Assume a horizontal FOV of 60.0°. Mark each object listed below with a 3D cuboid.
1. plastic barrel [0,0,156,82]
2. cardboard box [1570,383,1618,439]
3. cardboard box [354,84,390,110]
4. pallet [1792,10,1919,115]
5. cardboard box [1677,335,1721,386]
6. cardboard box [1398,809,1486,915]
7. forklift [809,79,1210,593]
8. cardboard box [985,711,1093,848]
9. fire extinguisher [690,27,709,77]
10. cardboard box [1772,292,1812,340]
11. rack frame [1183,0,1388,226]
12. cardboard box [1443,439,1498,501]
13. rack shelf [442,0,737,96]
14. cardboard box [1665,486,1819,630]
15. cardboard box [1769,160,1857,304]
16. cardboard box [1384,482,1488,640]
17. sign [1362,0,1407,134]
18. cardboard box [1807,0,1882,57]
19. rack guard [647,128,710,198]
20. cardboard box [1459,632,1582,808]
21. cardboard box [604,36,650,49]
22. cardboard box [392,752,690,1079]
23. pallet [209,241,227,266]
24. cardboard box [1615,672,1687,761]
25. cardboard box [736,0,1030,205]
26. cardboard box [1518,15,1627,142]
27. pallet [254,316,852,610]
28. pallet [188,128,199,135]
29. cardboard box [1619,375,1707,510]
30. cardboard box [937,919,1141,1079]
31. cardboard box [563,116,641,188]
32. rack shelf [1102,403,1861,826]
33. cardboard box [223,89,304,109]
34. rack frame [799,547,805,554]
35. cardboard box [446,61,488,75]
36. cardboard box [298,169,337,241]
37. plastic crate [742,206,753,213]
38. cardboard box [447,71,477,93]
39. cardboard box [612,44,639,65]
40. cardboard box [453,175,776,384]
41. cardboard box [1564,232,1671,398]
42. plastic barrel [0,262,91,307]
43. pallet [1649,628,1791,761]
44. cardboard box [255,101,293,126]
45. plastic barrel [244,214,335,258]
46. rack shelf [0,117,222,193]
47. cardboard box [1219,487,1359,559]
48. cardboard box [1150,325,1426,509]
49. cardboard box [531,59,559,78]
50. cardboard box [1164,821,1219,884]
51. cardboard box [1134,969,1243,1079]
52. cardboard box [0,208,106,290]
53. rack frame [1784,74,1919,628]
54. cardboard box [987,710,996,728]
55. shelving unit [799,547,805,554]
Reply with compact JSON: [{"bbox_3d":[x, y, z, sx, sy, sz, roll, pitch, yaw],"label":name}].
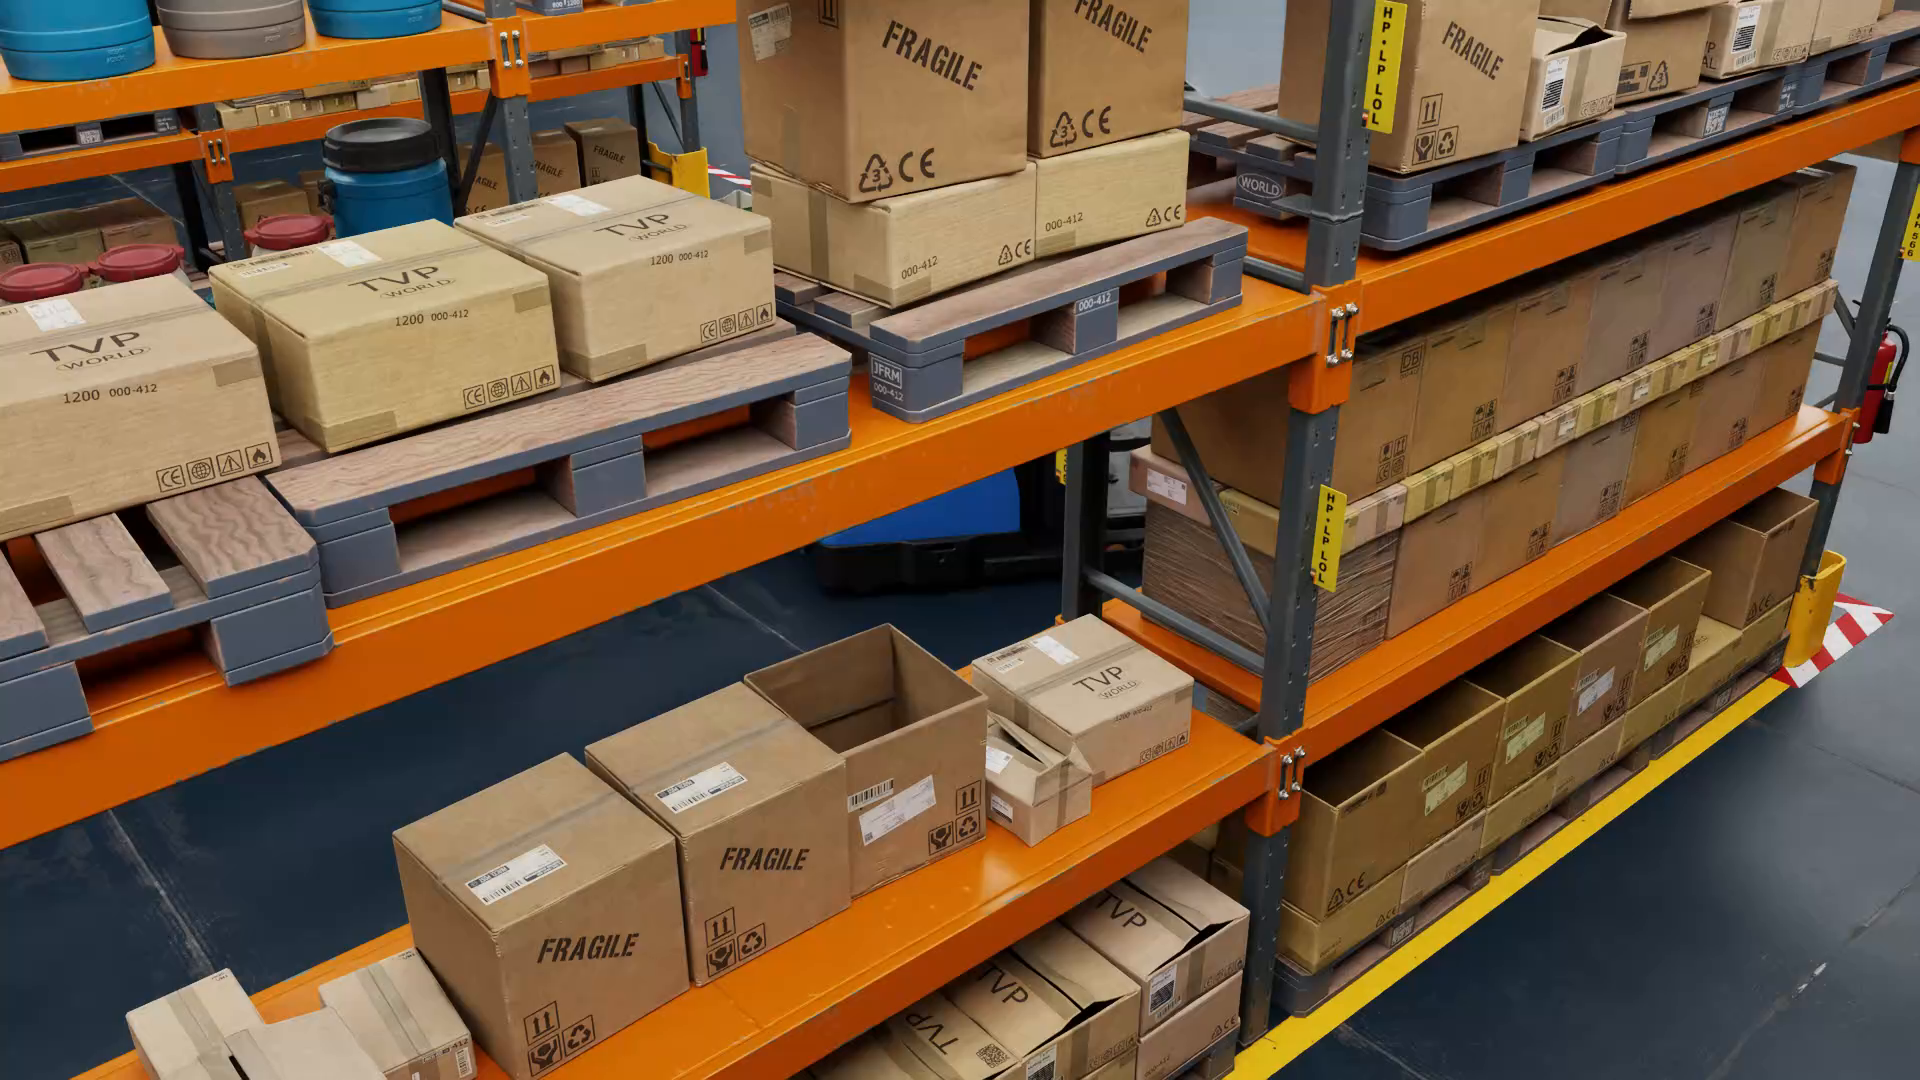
[{"bbox_3d":[-3.725,-2.407,6.857,0.708,0.901,0.600,-22,35,-35],"label":"plastic barrel"},{"bbox_3d":[2.235,-0.537,6.279,0.250,0.149,0.380,-22,35,-35],"label":"cardboard box"},{"bbox_3d":[-4.568,-3.419,12.732,0.250,0.149,0.380,-22,35,-35],"label":"cardboard box"},{"bbox_3d":[3.217,-2.020,6.758,1.213,0.211,1.003,-22,35,-35],"label":"pallet"},{"bbox_3d":[2.819,-0.772,6.718,0.250,0.149,0.380,-21,34,-33],"label":"cardboard box"},{"bbox_3d":[1.662,1.124,6.436,0.500,0.250,0.500,-22,35,-35],"label":"cardboard box"},{"bbox_3d":[0.666,-1.343,8.653,3.031,2.935,1.130,-5,29,-9],"label":"forklift"},{"bbox_3d":[0.179,0.675,4.947,0.258,0.266,0.396,-23,36,-36],"label":"cardboard box"},{"bbox_3d":[-2.269,-4.332,14.255,0.183,0.674,0.296,-22,35,-35],"label":"fire extinguisher"},{"bbox_3d":[3.406,-1.007,7.158,0.250,0.149,0.380,-21,35,-34],"label":"cardboard box"},{"bbox_3d":[0.728,-2.365,4.128,0.127,3.000,1.000,-22,35,-35],"label":"rack frame"},{"bbox_3d":[1.643,-0.299,5.833,0.250,0.149,0.380,-22,35,-35],"label":"cardboard box"},{"bbox_3d":[-0.962,-3.114,9.475,4.000,0.370,1.077,-22,35,-35],"label":"rack shelf"},{"bbox_3d":[3.557,0.025,7.697,0.500,0.500,0.500,-22,35,-35],"label":"cardboard box"},{"bbox_3d":[3.368,-1.405,7.213,0.500,0.500,0.700,-22,35,-35],"label":"cardboard box"},{"bbox_3d":[1.459,-0.065,6.083,0.500,0.500,0.700,-22,35,-35],"label":"cardboard box"},{"bbox_3d":[1.088,-1.217,4.280,0.005,0.325,0.100,-22,35,-35],"label":"sign"},{"bbox_3d":[3.067,-2.000,6.192,0.500,0.250,0.500,-22,35,-35],"label":"cardboard box"},{"bbox_3d":[-2.713,-3.370,15.026,0.348,0.500,1.175,-22,35,-35],"label":"rack guard"},{"bbox_3d":[2.045,0.642,6.542,0.500,0.500,0.500,-22,35,-35],"label":"cardboard box"},{"bbox_3d":[-3.092,-4.513,14.090,0.500,0.500,0.875,-22,35,-35],"label":"cardboard box"},{"bbox_3d":[-1.049,0.941,4.200,0.500,0.500,0.500,-24,36,-37],"label":"cardboard box"},{"bbox_3d":[-5.210,-2.261,13.256,1.213,0.211,1.003,-22,35,-35],"label":"pallet"},{"bbox_3d":[2.803,0.666,7.294,0.500,0.250,0.500,-22,35,-35],"label":"cardboard box"},{"bbox_3d":[-0.185,-1.135,3.927,0.500,0.500,0.500,-18,33,-30],"label":"cardboard box"},{"bbox_3d":[1.694,-1.474,5.145,0.500,0.311,0.500,-24,36,-37],"label":"cardboard box"},{"bbox_3d":[-1.007,-0.318,3.680,1.213,0.211,1.003,-20,34,-33],"label":"pallet"},{"bbox_3d":[-8.211,-4.056,16.617,1.213,0.211,1.003,-22,35,-35],"label":"pallet"},{"bbox_3d":[2.630,-0.536,6.965,0.500,0.500,0.700,-22,35,-35],"label":"cardboard box"},{"bbox_3d":[0.215,1.449,5.233,0.500,0.311,0.500,-21,34,-34],"label":"cardboard box"},{"bbox_3d":[-3.141,-3.394,14.624,0.500,0.500,0.500,-15,32,-26],"label":"cardboard box"},{"bbox_3d":[2.250,-0.014,6.856,4.000,0.370,1.077,-22,35,-35],"label":"rack shelf"},{"bbox_3d":[-5.316,-3.563,12.313,0.500,0.500,0.875,-22,35,-35],"label":"cardboard box"},{"bbox_3d":[-0.908,-0.677,8.926,0.023,1.500,0.400,-6,29,-12],"label":"rack frame"},{"bbox_3d":[-4.190,-4.031,13.188,0.500,0.500,0.875,-22,35,-35],"label":"cardboard box"},{"bbox_3d":[-4.937,-2.641,13.216,0.500,0.500,0.500,-11,30,-19],"label":"cardboard box"},{"bbox_3d":[-1.268,-1.717,9.505,0.662,0.188,0.450,-22,35,-35],"label":"plastic crate"},{"bbox_3d":[-4.046,-3.676,13.212,0.250,0.149,0.380,-22,35,-35],"label":"cardboard box"},{"bbox_3d":[-2.929,-4.148,14.095,0.250,0.149,0.380,-22,35,-35],"label":"cardboard box"},{"bbox_3d":[-0.766,-0.598,3.718,0.500,0.250,0.500,25,37,38],"label":"cardboard box"},{"bbox_3d":[2.207,-0.934,6.333,0.500,0.500,0.700,-22,35,-35],"label":"cardboard box"},{"bbox_3d":[-4.241,-0.985,7.767,0.433,0.535,0.433,0,28,0],"label":"plastic barrel"},{"bbox_3d":[3.217,0.536,8.023,1.213,0.211,1.003,-22,35,-35],"label":"pallet"},{"bbox_3d":[-5.141,-3.191,12.306,0.250,0.149,0.380,-22,35,-35],"label":"cardboard box"},{"bbox_3d":[-3.354,-1.342,8.435,0.433,0.535,0.433,0,28,0],"label":"plastic barrel"},{"bbox_3d":[-7.220,-2.343,11.215,4.000,0.370,1.077,-22,35,-35],"label":"rack shelf"},{"bbox_3d":[1.059,-0.062,5.389,0.250,0.149,0.380,-22,35,-35],"label":"cardboard box"},{"bbox_3d":[1.062,-0.473,5.471,0.500,0.500,0.700,-22,35,-35],"label":"cardboard box"},{"bbox_3d":[-3.503,-3.920,13.670,0.250,0.149,0.380,-22,35,-35],"label":"cardboard box"},{"bbox_3d":[0.939,1.088,6.503,0.500,0.250,0.500,-22,35,-35],"label":"cardboard box"},{"bbox_3d":[0.601,1.539,5.659,0.500,0.250,0.500,-22,35,-35],"label":"cardboard box"},{"bbox_3d":[-6.554,-2.045,12.079,0.500,0.500,0.700,-22,35,-35],"label":"cardboard box"},{"bbox_3d":[3.771,-0.943,7.832,0.127,3.000,1.000,-22,35,-35],"label":"rack frame"},{"bbox_3d":[-0.078,0.589,5.231,0.250,0.149,0.380,-22,35,-35],"label":"cardboard box"},{"bbox_3d":[-1.264,-0.638,8.852,0.755,1.500,0.431,-6,29,-12],"label":"shelving unit"}]
